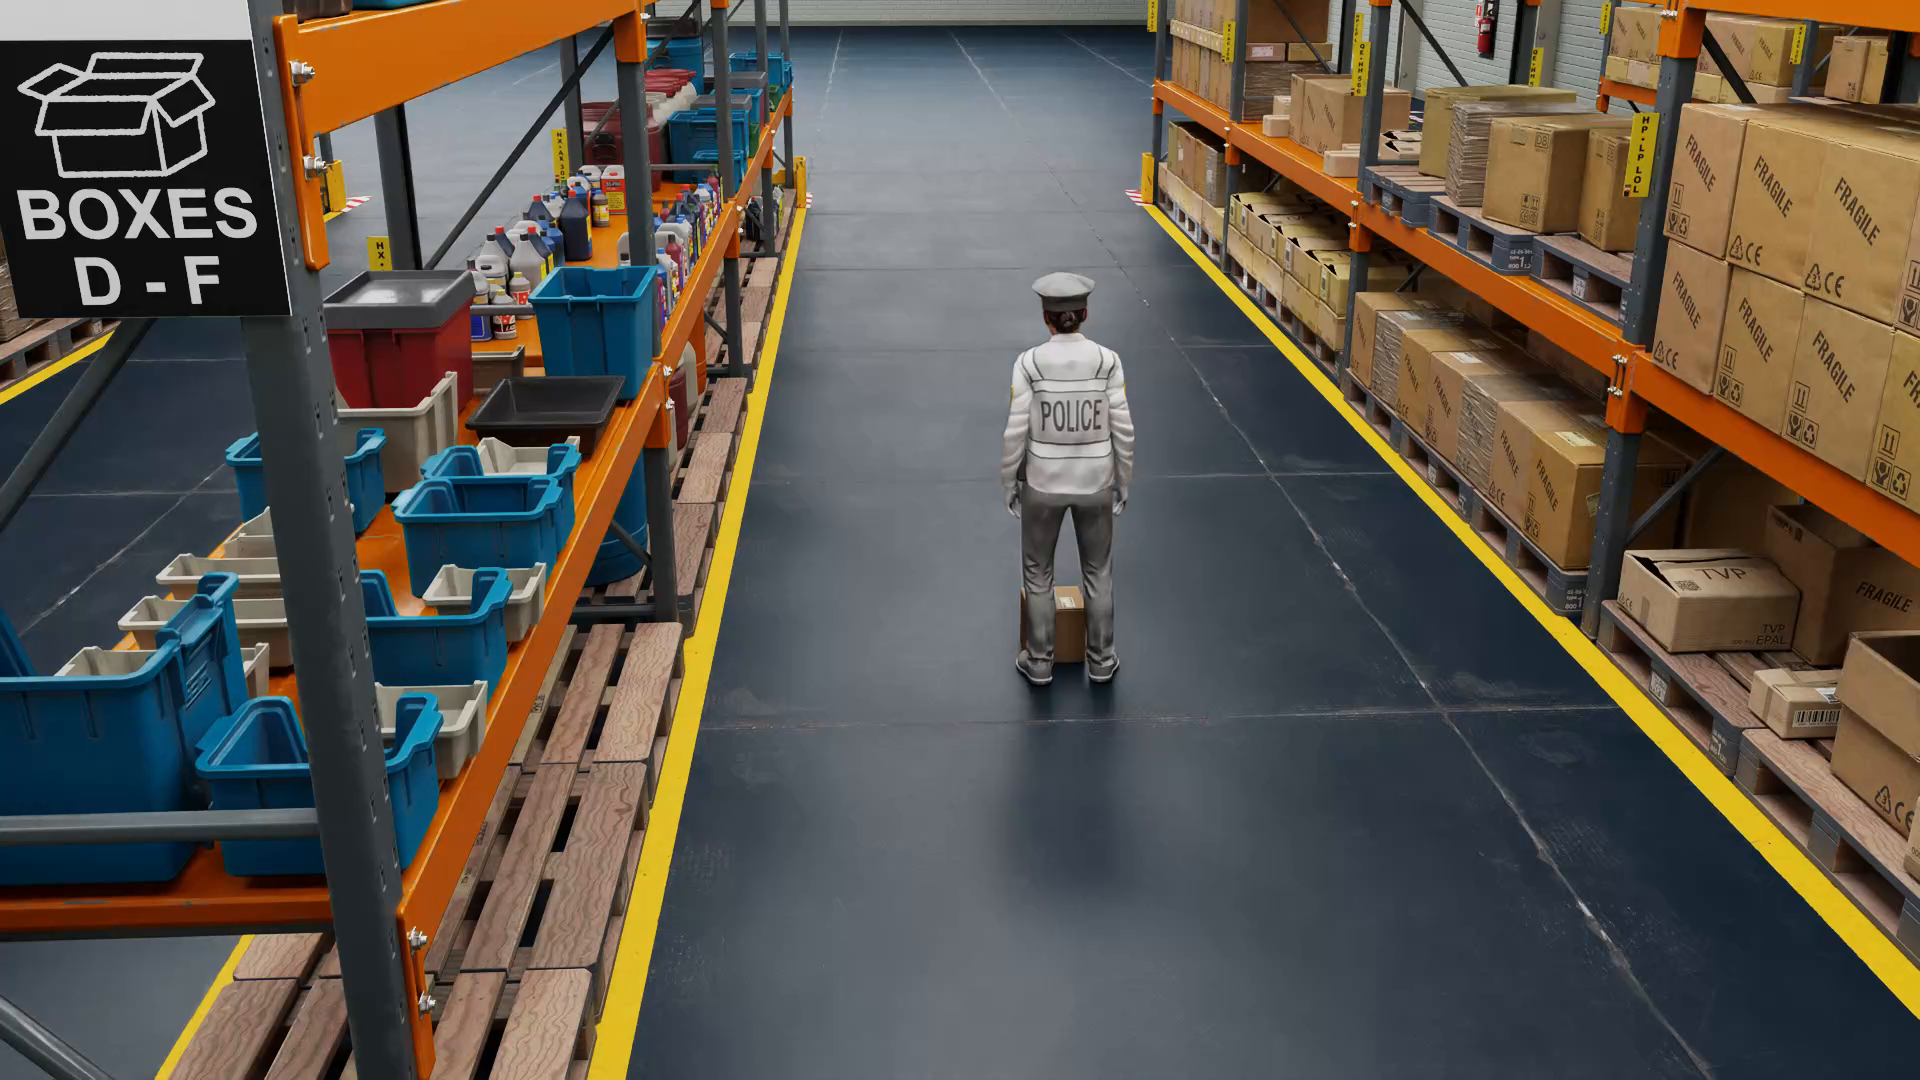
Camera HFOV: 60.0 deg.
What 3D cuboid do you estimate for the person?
[{"bbox_3d":[0.425,-0.214,6.645,0.526,1.663,0.374,-1,21,-4],"label":"person"}]
